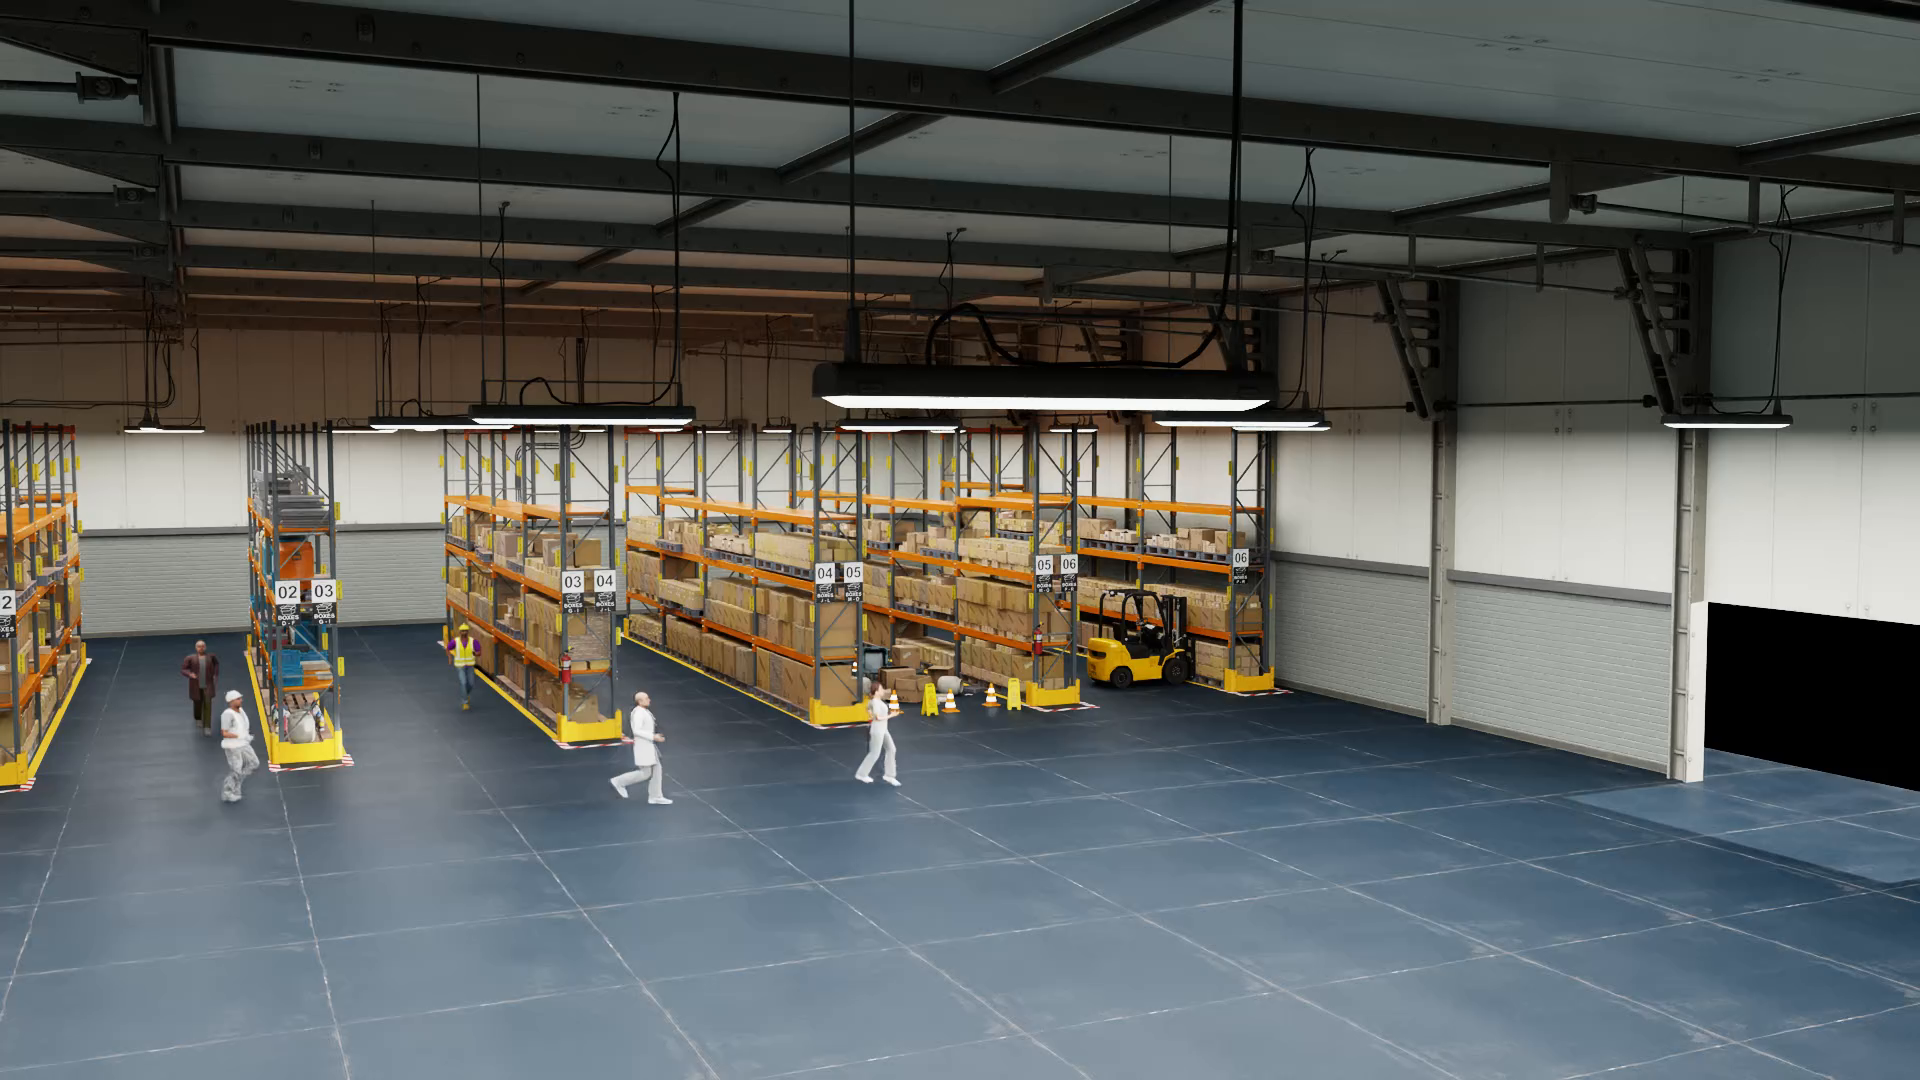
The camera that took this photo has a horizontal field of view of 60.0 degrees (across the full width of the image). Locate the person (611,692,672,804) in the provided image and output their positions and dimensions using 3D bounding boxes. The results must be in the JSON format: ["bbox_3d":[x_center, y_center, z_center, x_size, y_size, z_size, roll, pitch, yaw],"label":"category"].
[{"bbox_3d":[-4.936,3.236,25.795,0.924,1.764,0.711,0,4,-3],"label":"person"}]

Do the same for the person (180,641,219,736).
[{"bbox_3d":[-14.586,2.817,31.955,0.704,1.772,1.069,-2,4,-29],"label":"person"}]

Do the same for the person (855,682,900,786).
[{"bbox_3d":[-1.349,3.178,27.178,0.737,1.719,0.550,0,4,5],"label":"person"}]

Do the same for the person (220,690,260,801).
[{"bbox_3d":[-11.247,3.209,25.973,0.615,1.735,0.653,0,4,5],"label":"person"}]

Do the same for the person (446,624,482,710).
[{"bbox_3d":[-10.412,2.646,34.965,0.710,1.746,0.968,-2,4,-27],"label":"person"}]
